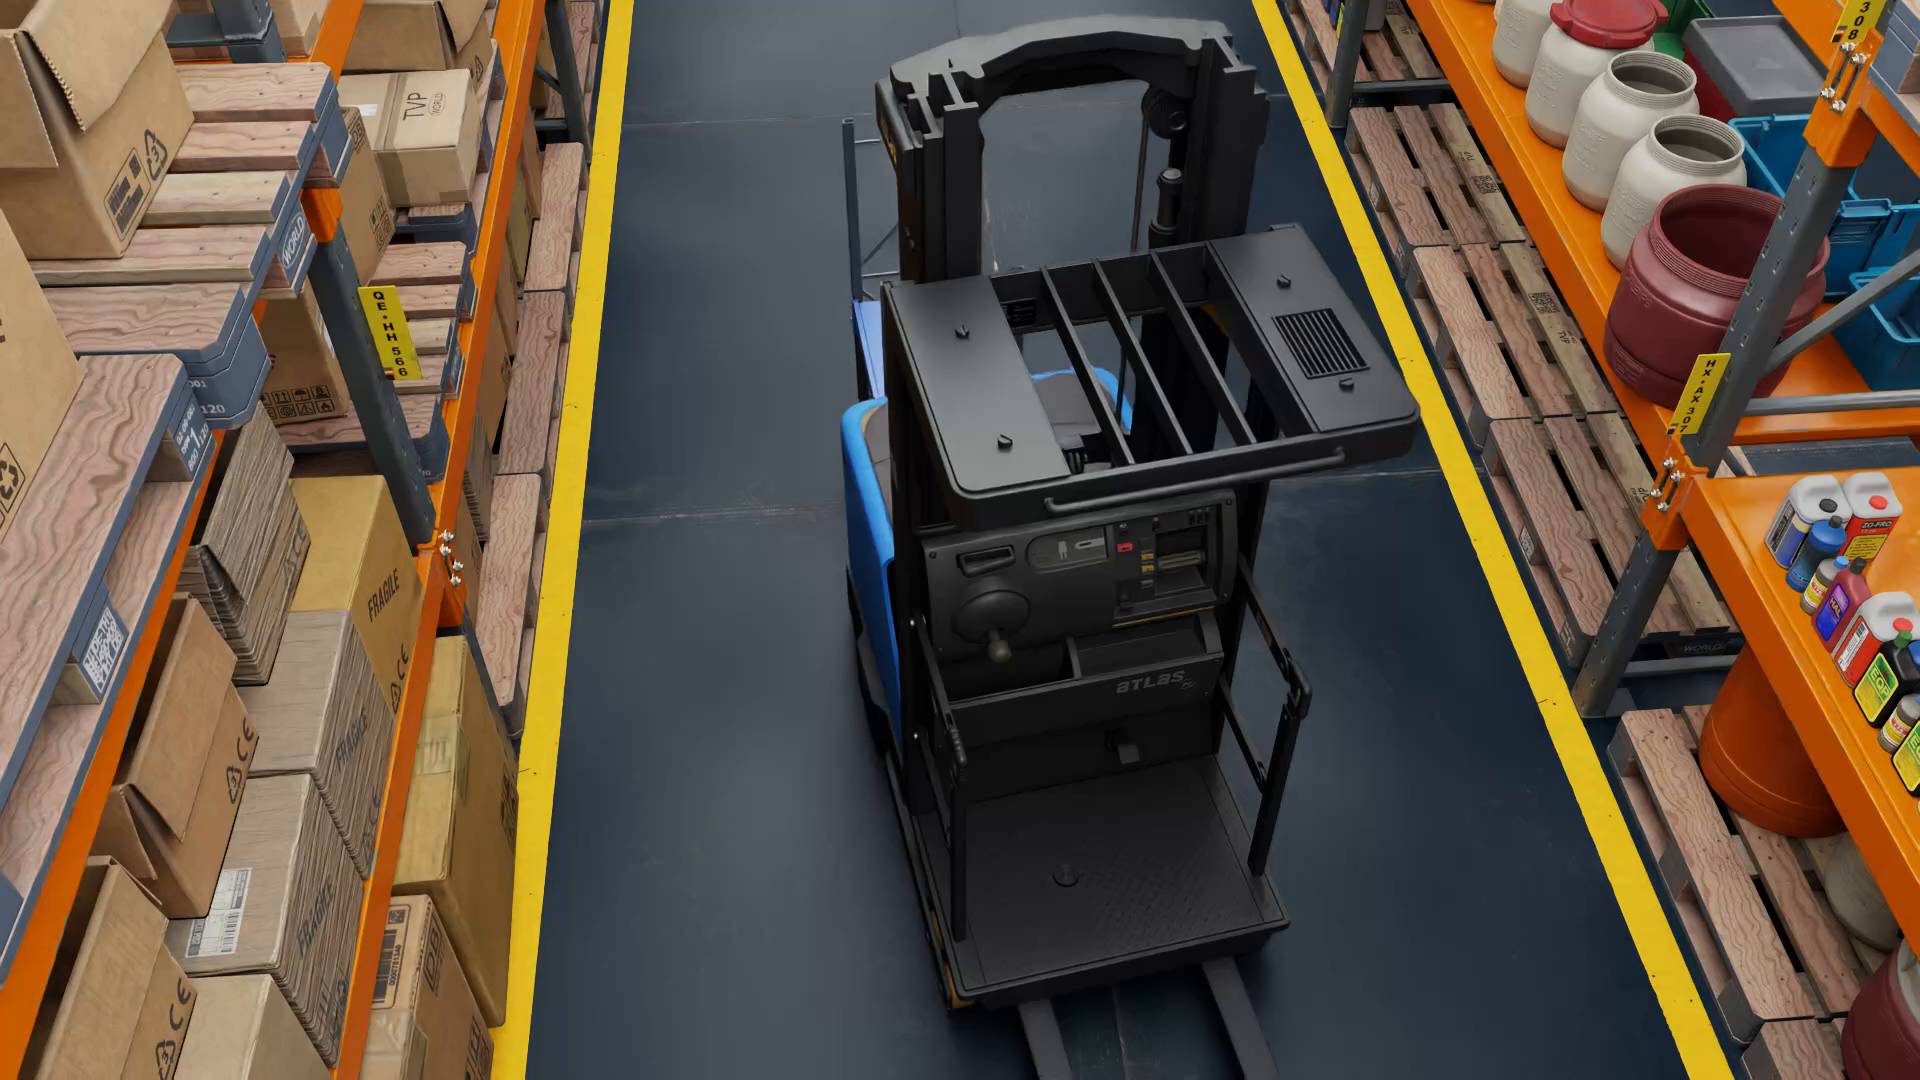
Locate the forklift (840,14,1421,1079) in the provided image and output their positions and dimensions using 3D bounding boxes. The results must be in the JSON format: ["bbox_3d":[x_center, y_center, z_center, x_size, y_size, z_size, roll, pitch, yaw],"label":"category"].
[{"bbox_3d":[0.411,0.204,4.674,1.130,2.935,3.031,-10,47,-9],"label":"forklift"}]

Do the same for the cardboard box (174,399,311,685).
[{"bbox_3d":[-2.066,0.022,4.040,0.797,0.503,0.637,-2,47,-2],"label":"cardboard box"}]

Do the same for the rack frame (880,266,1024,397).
[{"bbox_3d":[-0.024,-0.383,6.216,0.500,1.500,0.032,-7,47,-7],"label":"rack frame"}]

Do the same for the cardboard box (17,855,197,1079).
[{"bbox_3d":[-1.951,0.978,3.134,0.797,0.503,0.637,-2,47,-2],"label":"cardboard box"}]

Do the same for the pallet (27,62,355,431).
[{"bbox_3d":[-2.004,-0.633,3.484,1.213,0.211,1.003,-2,47,-1],"label":"pallet"}]

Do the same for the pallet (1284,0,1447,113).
[{"bbox_3d":[2.475,-2.854,9.444,1.003,0.211,1.213,-3,47,-3],"label":"pallet"}]

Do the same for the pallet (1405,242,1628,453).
[{"bbox_3d":[2.699,-0.915,7.607,1.003,0.211,1.213,-3,47,-3],"label":"pallet"}]

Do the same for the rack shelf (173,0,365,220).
[{"bbox_3d":[-2.278,-2.360,5.485,1.077,0.370,4.000,-3,47,-3],"label":"rack shelf"}]

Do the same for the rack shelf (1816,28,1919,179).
[{"bbox_3d":[2.992,0.233,3.029,1.077,0.370,4.000,-3,47,-3],"label":"rack shelf"}]

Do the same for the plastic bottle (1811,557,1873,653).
[{"bbox_3d":[2.521,0.183,4.727,0.061,0.283,0.133,-3,47,-3],"label":"plastic bottle"}]

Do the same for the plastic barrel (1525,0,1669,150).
[{"bbox_3d":[2.449,-1.821,6.452,0.433,0.535,0.433,0,47,0],"label":"plastic barrel"}]

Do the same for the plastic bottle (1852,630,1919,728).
[{"bbox_3d":[2.543,0.377,4.544,0.061,0.283,0.133,-3,47,-3],"label":"plastic bottle"}]

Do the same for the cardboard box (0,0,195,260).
[{"bbox_3d":[-1.988,-0.903,3.250,0.797,0.503,0.637,-1,47,-1],"label":"cardboard box"}]

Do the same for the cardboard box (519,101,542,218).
[{"bbox_3d":[-2.416,-1.869,8.009,0.700,0.500,0.500,-7,47,-6],"label":"cardboard box"}]

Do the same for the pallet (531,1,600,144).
[{"bbox_3d":[-2.537,-2.548,9.154,1.003,0.211,1.213,-3,47,-3],"label":"pallet"}]

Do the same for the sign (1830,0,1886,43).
[{"bbox_3d":[2.277,-1.387,4.140,0.100,0.325,0.005,-3,47,-3],"label":"sign"}]

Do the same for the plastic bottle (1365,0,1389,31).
[{"bbox_3d":[2.292,-3.022,9.204,0.144,0.351,0.185,-3,47,-3],"label":"plastic bottle"}]

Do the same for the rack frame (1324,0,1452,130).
[{"bbox_3d":[2.490,-3.324,7.969,1.000,3.000,0.127,-3,47,-3],"label":"rack frame"}]

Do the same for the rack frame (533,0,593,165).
[{"bbox_3d":[-2.446,-3.023,7.684,1.000,3.000,0.127,-3,47,-3],"label":"rack frame"}]

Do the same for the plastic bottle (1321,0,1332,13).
[{"bbox_3d":[2.133,-3.152,9.327,0.144,0.351,0.185,-6,47,-5],"label":"plastic bottle"}]

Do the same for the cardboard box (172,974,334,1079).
[{"bbox_3d":[-1.698,1.283,3.536,0.500,0.500,0.500,-3,47,-3],"label":"cardboard box"}]

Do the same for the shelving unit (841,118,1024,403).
[{"bbox_3d":[-0.114,-0.746,6.560,0.538,1.500,1.048,-7,47,-7],"label":"shelving unit"}]

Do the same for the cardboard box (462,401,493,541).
[{"bbox_3d":[-2.246,-0.305,6.528,0.700,0.500,0.500,-7,47,-7],"label":"cardboard box"}]

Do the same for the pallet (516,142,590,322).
[{"bbox_3d":[-2.379,-1.501,8.163,1.003,0.211,1.213,-3,47,-3],"label":"pallet"}]

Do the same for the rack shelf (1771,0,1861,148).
[{"bbox_3d":[2.657,-2.661,5.770,1.077,0.370,4.000,-3,47,-3],"label":"rack shelf"}]

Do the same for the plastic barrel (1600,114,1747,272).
[{"bbox_3d":[2.526,-1.200,5.880,0.421,0.512,0.421,0,47,0],"label":"plastic barrel"}]

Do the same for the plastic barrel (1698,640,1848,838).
[{"bbox_3d":[2.883,0.525,5.529,0.600,0.830,0.708,-3,47,-3],"label":"plastic barrel"}]

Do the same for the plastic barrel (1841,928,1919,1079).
[{"bbox_3d":[2.977,1.425,4.843,0.600,0.588,0.708,-3,47,-3],"label":"plastic barrel"}]

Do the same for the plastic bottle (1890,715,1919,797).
[{"bbox_3d":[2.563,0.544,4.385,0.061,0.283,0.133,-3,47,-3],"label":"plastic bottle"}]

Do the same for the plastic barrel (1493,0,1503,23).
[{"bbox_3d":[2.448,-2.310,7.103,0.301,0.262,0.301,0,47,0],"label":"plastic barrel"}]

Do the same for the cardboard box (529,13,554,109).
[{"bbox_3d":[-2.439,-2.600,8.715,0.500,0.500,0.500,-5,47,-5],"label":"cardboard box"}]

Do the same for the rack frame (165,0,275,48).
[{"bbox_3d":[-2.111,-2.192,2.765,1.000,3.000,0.127,-3,47,-3],"label":"rack frame"}]

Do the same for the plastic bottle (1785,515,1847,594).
[{"bbox_3d":[2.521,0.033,4.878,0.097,0.271,0.097,0,47,0],"label":"plastic bottle"}]

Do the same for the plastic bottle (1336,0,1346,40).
[{"bbox_3d":[2.121,-2.869,9.106,0.061,0.283,0.133,-1,47,-1],"label":"plastic bottle"}]

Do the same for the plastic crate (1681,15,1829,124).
[{"bbox_3d":[2.994,-1.640,6.329,0.402,0.464,0.583,-3,47,-3],"label":"plastic crate"}]

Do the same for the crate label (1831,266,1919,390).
[{"bbox_3d":[3.163,-0.700,5.599,0.303,0.233,0.416,-3,47,-3],"label":"crate label"}]

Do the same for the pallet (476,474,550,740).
[{"bbox_3d":[-2.175,0.264,6.491,1.003,0.211,1.213,-3,47,-3],"label":"pallet"}]

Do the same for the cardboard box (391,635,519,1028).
[{"bbox_3d":[-2.074,0.958,5.088,1.225,0.875,0.875,-5,47,-5],"label":"cardboard box"}]

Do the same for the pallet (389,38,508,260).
[{"bbox_3d":[-2.317,-1.493,6.366,1.003,0.211,1.213,-3,47,-3],"label":"pallet"}]

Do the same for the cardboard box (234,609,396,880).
[{"bbox_3d":[-1.787,0.540,4.241,0.500,0.500,0.500,-4,47,-4],"label":"cardboard box"}]

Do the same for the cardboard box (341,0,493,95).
[{"bbox_3d":[-2.209,-1.954,6.311,0.797,0.503,0.637,1,47,1],"label":"cardboard box"}]

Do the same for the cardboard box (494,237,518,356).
[{"bbox_3d":[-2.347,-1.118,7.298,0.700,0.500,0.500,-7,47,-7],"label":"cardboard box"}]

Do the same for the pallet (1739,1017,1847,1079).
[{"bbox_3d":[3.031,1.977,4.868,1.003,0.211,1.213,-3,47,-3],"label":"pallet"}]

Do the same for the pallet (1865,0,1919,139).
[{"bbox_3d":[2.791,-0.837,3.678,1.003,0.211,1.213,-3,47,-3],"label":"pallet"}]

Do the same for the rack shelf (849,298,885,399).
[{"bbox_3d":[-0.114,-0.623,6.691,0.538,0.185,1.000,-7,47,-7],"label":"rack shelf"}]

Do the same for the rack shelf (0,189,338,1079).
[{"bbox_3d":[-1.944,0.534,2.744,1.077,0.370,4.000,-3,47,-3],"label":"rack shelf"}]

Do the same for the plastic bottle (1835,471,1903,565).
[{"bbox_3d":[2.690,-0.064,4.966,0.152,0.276,0.135,-3,47,-3],"label":"plastic bottle"}]

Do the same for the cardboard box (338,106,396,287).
[{"bbox_3d":[-2.342,-1.094,5.498,0.700,0.500,0.500,3,47,3],"label":"cardboard box"}]
